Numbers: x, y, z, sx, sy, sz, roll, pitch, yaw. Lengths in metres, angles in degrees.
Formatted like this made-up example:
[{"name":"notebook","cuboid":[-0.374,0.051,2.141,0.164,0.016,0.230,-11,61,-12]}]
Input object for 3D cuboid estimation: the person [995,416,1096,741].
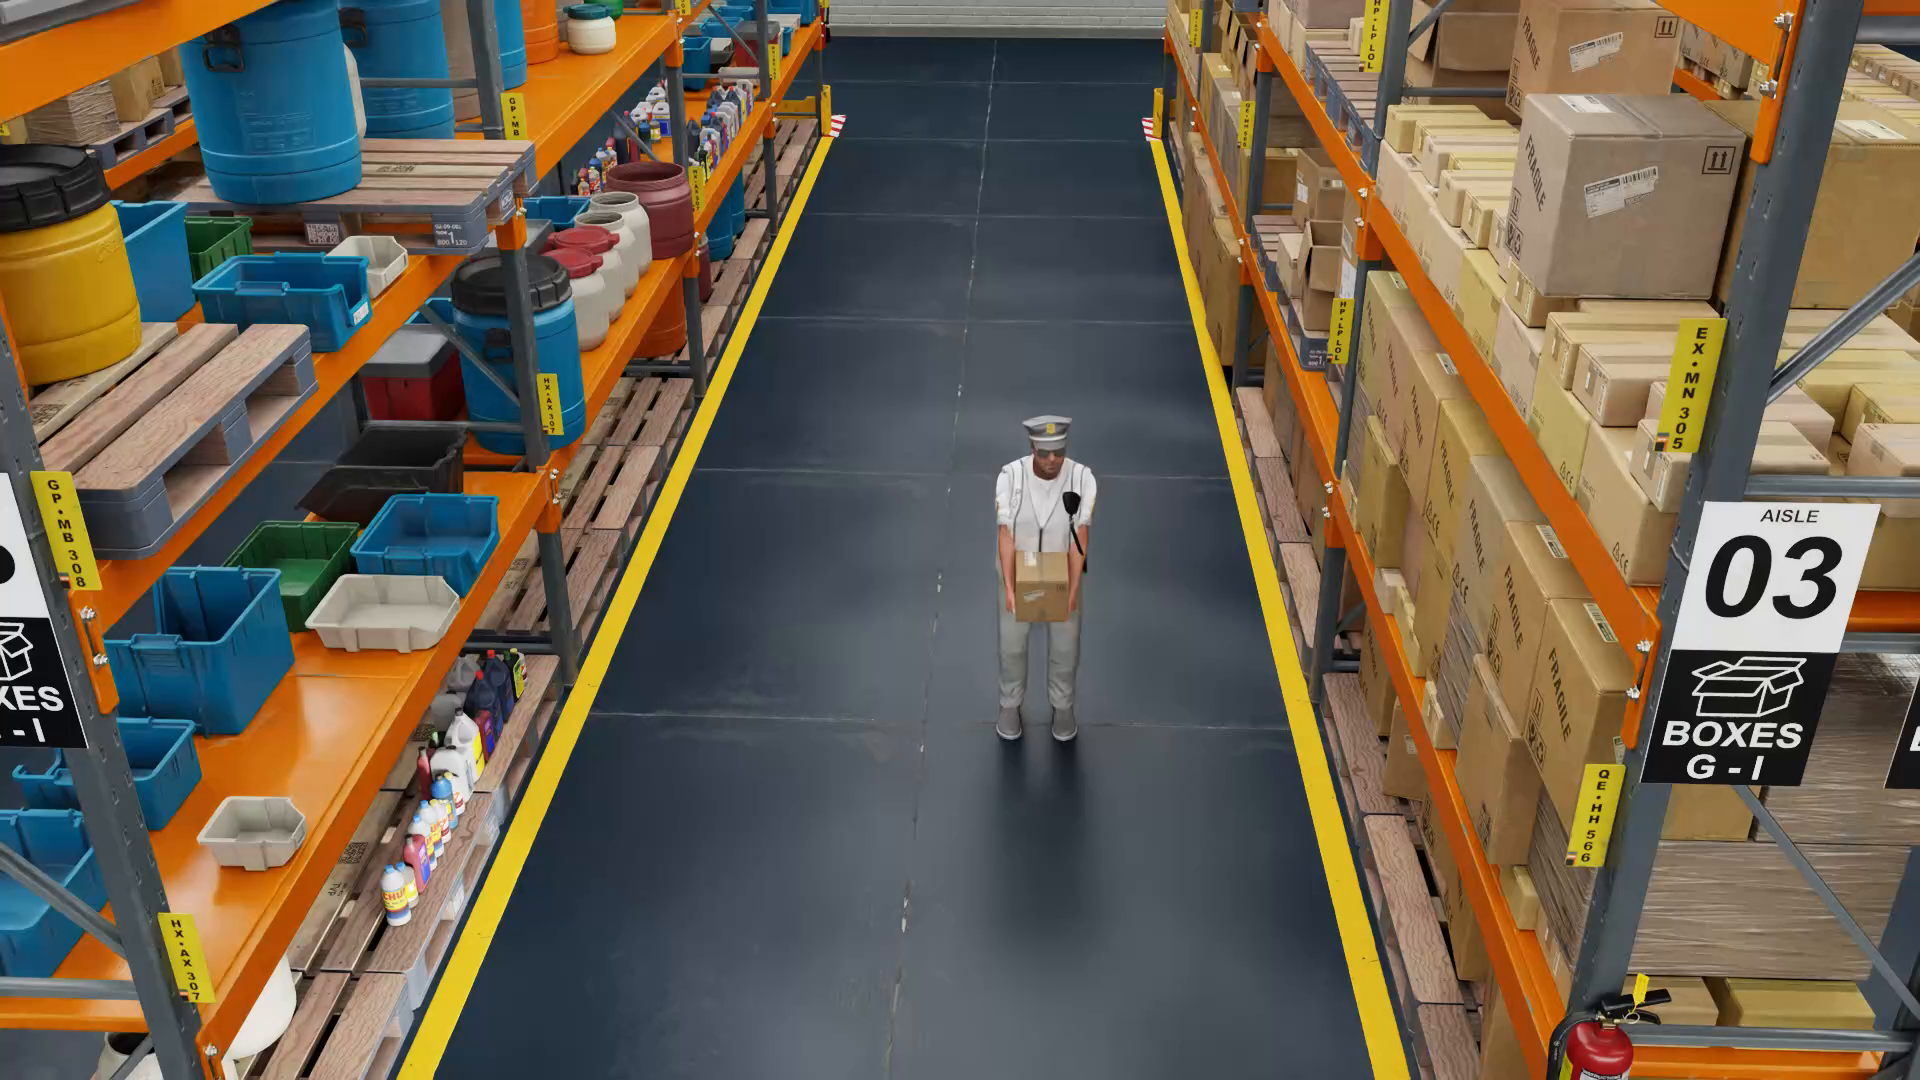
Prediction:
[{"name":"person","cuboid":[0.414,0.204,8.223,0.490,1.764,0.576,1,28,1]}]
